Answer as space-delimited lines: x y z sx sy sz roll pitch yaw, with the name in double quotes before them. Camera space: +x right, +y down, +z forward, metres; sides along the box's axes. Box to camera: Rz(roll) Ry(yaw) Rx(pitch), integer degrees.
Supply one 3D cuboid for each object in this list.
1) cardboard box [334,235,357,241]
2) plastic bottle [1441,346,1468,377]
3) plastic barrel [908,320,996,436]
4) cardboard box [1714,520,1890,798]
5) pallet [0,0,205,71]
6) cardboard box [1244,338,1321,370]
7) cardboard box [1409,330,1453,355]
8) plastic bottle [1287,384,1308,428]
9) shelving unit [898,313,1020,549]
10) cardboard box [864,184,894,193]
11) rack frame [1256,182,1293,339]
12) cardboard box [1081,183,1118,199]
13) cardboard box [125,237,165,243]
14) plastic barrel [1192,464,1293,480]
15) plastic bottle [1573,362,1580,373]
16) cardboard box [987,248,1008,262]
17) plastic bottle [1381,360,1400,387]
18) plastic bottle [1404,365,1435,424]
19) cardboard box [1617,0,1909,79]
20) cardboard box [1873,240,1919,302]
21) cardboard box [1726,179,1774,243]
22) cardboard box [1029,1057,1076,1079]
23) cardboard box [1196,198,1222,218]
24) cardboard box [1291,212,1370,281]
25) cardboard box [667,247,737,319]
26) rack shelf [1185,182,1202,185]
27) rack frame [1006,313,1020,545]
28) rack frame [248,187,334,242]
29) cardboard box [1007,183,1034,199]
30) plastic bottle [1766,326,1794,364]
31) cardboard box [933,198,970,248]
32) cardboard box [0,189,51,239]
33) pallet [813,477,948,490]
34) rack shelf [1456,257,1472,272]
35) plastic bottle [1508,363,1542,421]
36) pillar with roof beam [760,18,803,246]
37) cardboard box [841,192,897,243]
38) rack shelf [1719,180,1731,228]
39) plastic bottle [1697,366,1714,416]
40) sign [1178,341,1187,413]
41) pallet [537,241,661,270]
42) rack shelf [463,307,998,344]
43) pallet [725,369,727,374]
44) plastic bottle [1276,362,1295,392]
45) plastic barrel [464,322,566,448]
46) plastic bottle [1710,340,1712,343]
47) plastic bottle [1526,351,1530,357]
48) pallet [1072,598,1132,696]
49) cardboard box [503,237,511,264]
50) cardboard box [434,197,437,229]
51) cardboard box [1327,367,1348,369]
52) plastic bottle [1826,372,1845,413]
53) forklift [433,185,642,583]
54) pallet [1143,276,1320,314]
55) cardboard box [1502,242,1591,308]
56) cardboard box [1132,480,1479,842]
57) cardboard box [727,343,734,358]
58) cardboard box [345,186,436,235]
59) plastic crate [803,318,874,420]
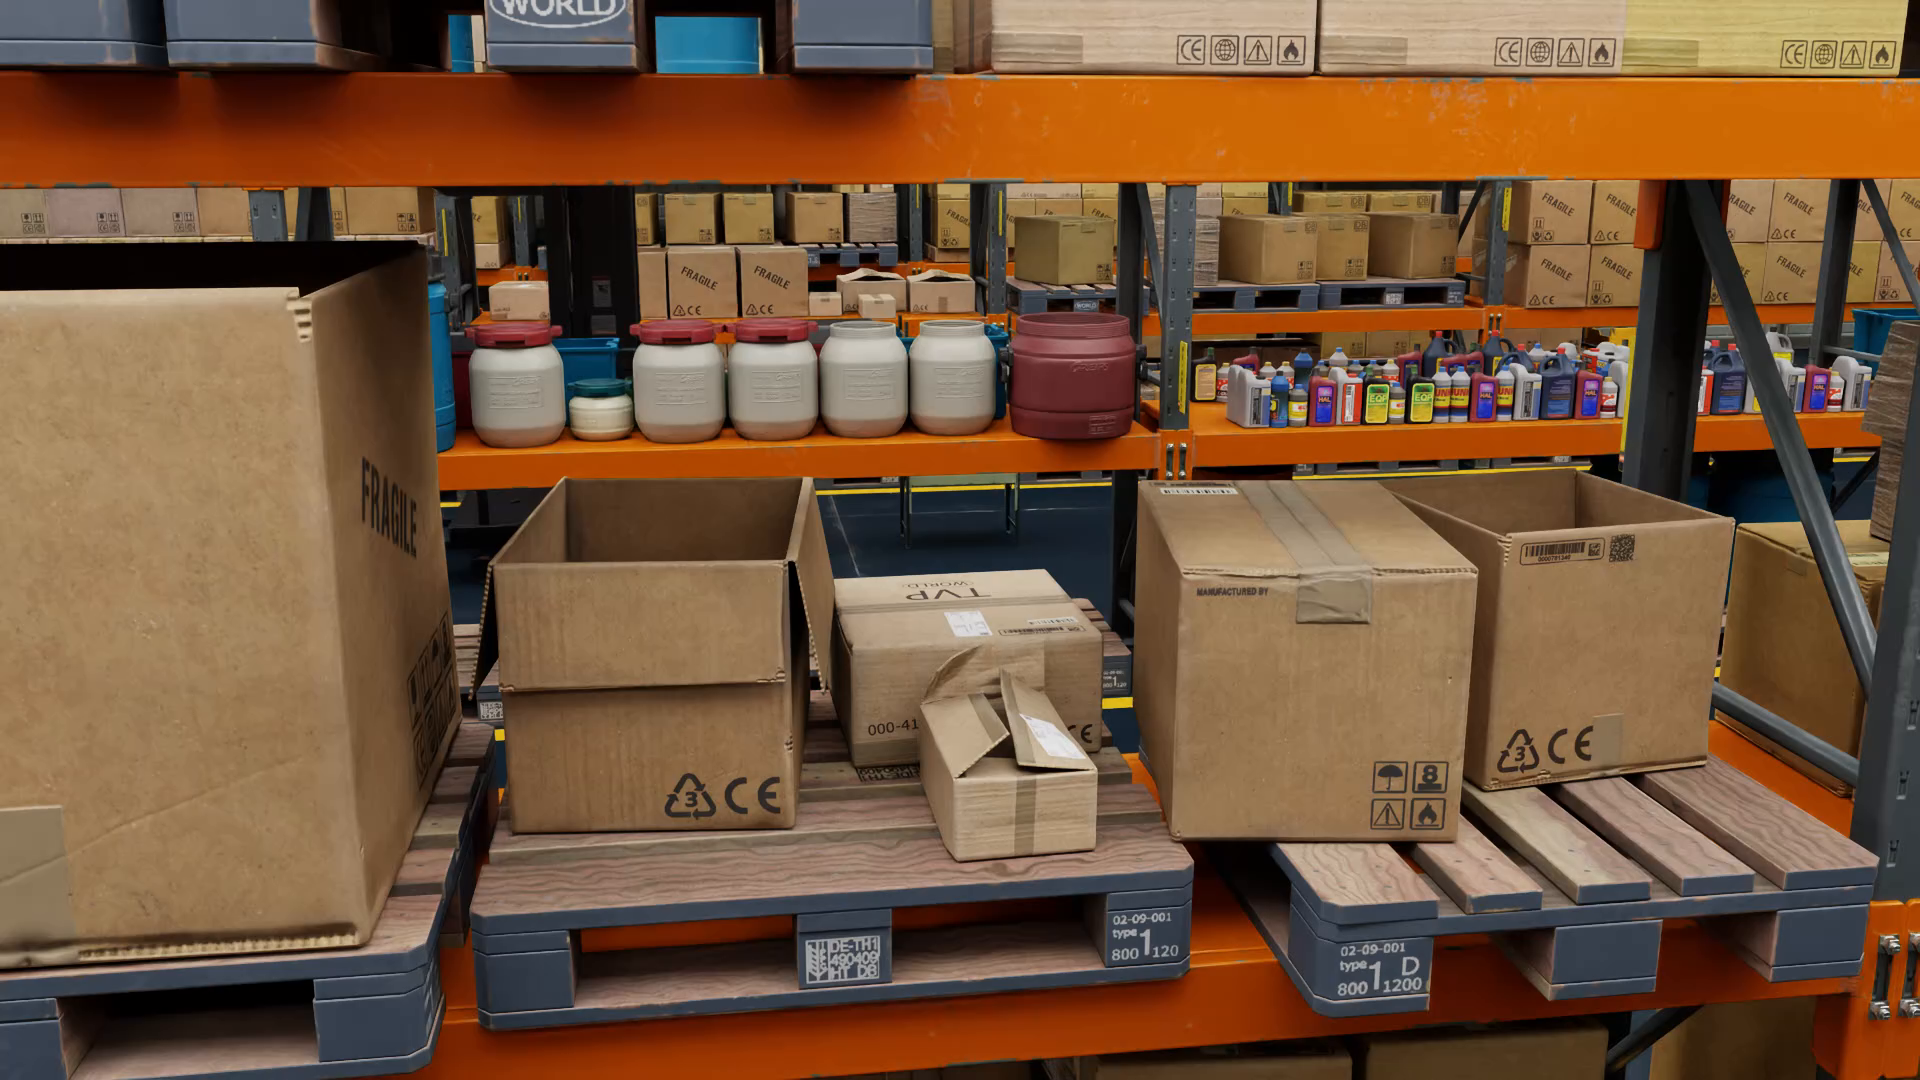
"cardboard box" -4.483 -2.140 12.051 0.250 0.149 0.380 -3 14 -10
"plastic bottle" 2.618 -0.885 8.823 0.133 0.283 0.061 -2 14 -8
"plastic barrel" -0.038 -0.776 7.921 0.421 0.512 0.421 0 14 0
"cardboard box" 2.136 0.255 3.834 0.500 0.500 0.500 -2 14 -7
"pallet" -1.644 -0.835 2.604 1.003 0.211 1.213 -2 14 -8
"cardboard box" 2.665 -1.517 13.796 0.500 0.250 0.500 -2 14 -8
"cardboard box" 5.187 -2.368 18.772 0.500 0.500 0.700 -2 14 -7
"plastic bottle" 1.638 -0.653 8.069 0.097 0.201 0.097 0 14 0
"shelving unit" -0.007 -0.727 11.038 0.755 1.500 0.431 -2 14 -8
"cardboard box" -0.865 -3.750 17.567 0.250 0.149 0.380 -4 15 -16
"rack frame" 3.427 -3.339 18.368 0.127 3.000 1.000 -2 14 -8
"cardboard box" 1.488 -3.773 17.701 0.500 0.250 0.500 -2 14 -9
"cardboard box" -5.757 -2.093 11.864 0.250 0.149 0.380 -2 14 -8
"plastic barrel" 1.428 0.016 8.588 0.708 0.830 0.600 -2 14 -8
"plastic bottle" 3.087 -0.755 8.332 0.097 0.271 0.097 0 14 0
"cardboard box" 0.357 -3.034 17.629 0.250 0.149 0.380 -2 14 -7
"plastic bottle" 2.303 -0.864 8.911 0.097 0.201 0.097 0 14 0
"plastic bottle" 2.248 -0.711 8.130 0.133 0.283 0.061 -2 14 -8
"cardboard box" 1.252 -0.925 2.887 0.500 0.250 0.500 -2 14 -8
"cardboard box" 7.721 -2.259 13.857 0.500 0.500 0.500 -2 14 -7
"cardboard box" 6.205 -2.686 13.506 0.500 0.500 0.500 -2 14 -7
"cardboard box" 0.479 1.432 3.579 0.500 0.500 0.700 -3 14 -13
"cardboard box" 2.505 -3.443 17.926 0.500 0.500 0.500 -2 14 -8
"cardboard box" 2.996 -2.396 13.540 0.500 0.500 0.700 0 14 1
"cardboard box" -1.964 -1.967 12.693 0.500 0.500 0.500 -2 14 -8
"rack shelf" 2.925 -1.989 8.299 4.000 0.370 1.077 -2 14 -8
"rack frame" 0.355 -0.740 11.091 0.023 1.500 0.400 -2 14 -8
"rack frame" -3.008 -0.666 7.710 0.127 3.000 1.000 -2 14 -8
"cardboard box" 0.490 -3.734 17.545 0.500 0.250 0.500 -2 14 -9
"plastic bottle" 4.466 -0.995 9.126 0.185 0.351 0.144 -2 14 -8
"cardboard box" -0.010 -3.352 17.564 0.500 0.500 0.500 -2 14 -7
"cardboard box" -6.663 -2.426 11.857 0.500 0.500 0.700 -2 14 -10
"pallet" -0.607 -0.629 13.297 1.213 0.211 1.003 -2 14 -8
"rack shelf" 5.404 -3.062 18.745 4.000 0.370 1.077 -2 14 -8
"plastic bottle" 2.795 -0.739 8.256 0.135 0.276 0.152 -2 14 -8
"pillar with roof beam" -1.302 -5.229 13.573 0.400 9.000 9.100 -2 14 -8
"cardboard box" -0.992 -3.436 17.647 0.500 0.500 0.700 -4 15 -15
"rack shelf" 3.663 -0.798 3.549 4.000 0.370 1.077 -2 14 -8
"plastic bottle" 3.701 -0.772 8.388 0.135 0.276 0.152 -2 14 -8
"sign" 1.036 -0.758 7.741 0.005 0.325 0.100 -2 14 -8
"pallet" -3.707 -2.948 17.206 1.213 0.211 1.003 -2 14 -8
"rack shelf" -1.765 -1.581 12.838 4.000 0.370 1.077 -2 14 -8
"pallet" -2.505 -1.770 17.845 1.213 0.211 1.003 -2 14 -8
"plastic bottle" 1.725 -0.843 8.826 0.097 0.201 0.097 0 14 0
"plastic barrel" -2.029 -0.714 7.621 0.433 0.535 0.433 0 14 0
"plastic bottle" 4.137 -0.966 9.170 0.097 0.271 0.097 0 14 0
"plastic bottle" 3.028 -0.925 9.008 0.097 0.271 0.097 0 14 0
"pallet" 0.175 0.561 8.552 1.213 0.211 1.003 -2 14 -8
"cardboard box" -4.981 -3.020 17.366 0.500 0.250 0.500 -2 14 -8
"cardboard box" -5.398 -3.238 16.694 0.500 0.500 0.500 -2 14 -9
"cardboard box" 3.128 -1.167 13.944 0.500 0.500 0.500 -2 14 -7
"plastic bottle" 4.450 -0.756 8.480 0.097 0.201 0.097 0 14 0
"forklift" -2.716 -1.296 10.366 3.031 2.935 1.130 -2 14 -9
"pallet" 2.135 -1.981 13.348 1.213 0.211 1.003 -2 14 -8
"cardboard box" 4.713 -2.149 13.417 0.500 0.500 0.500 -2 14 -7
"cardboard box" 0.620 0.202 3.181 0.500 0.500 0.700 0 14 0
"cardboard box" -2.247 -2.140 17.825 0.500 0.500 0.700 -2 14 -9
"cardboard box" -4.180 -2.517 12.221 0.500 0.500 0.700 -2 14 -8
"plastic crate" -0.696 -0.857 8.340 0.583 0.464 0.402 -2 14 -8
